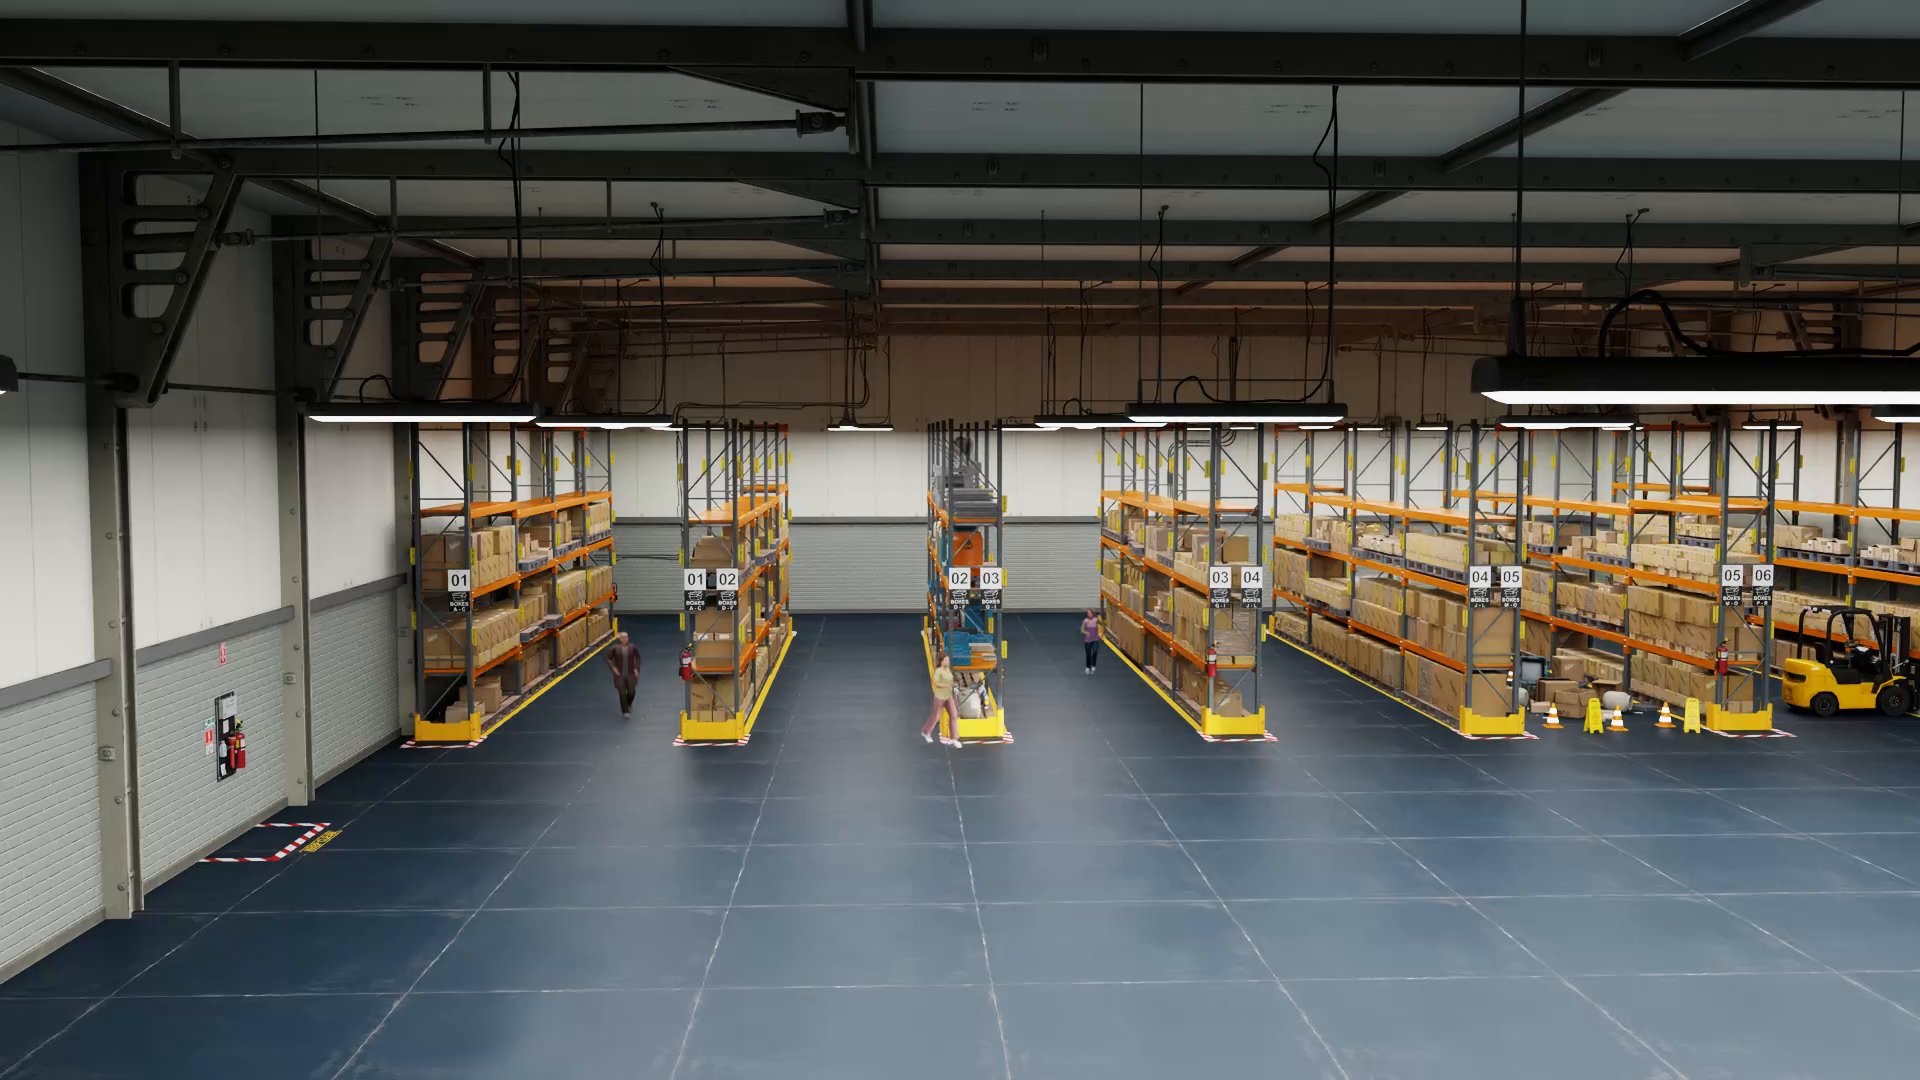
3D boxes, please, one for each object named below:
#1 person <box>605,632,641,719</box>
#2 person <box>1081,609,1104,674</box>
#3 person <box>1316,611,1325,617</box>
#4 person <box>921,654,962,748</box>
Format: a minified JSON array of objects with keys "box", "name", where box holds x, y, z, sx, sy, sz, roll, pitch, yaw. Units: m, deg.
[{"box":[-6.768,2.712,33.444,0.718,1.740,0.638,-1,4,-18],"name":"person"},{"box":[3.130,2.398,39.349,0.548,1.560,0.793,0,4,7],"name":"person"},{"box":[10.837,1.704,49.942,0.545,1.645,0.609,-3,5,-37],"name":"person"},{"box":[-0.338,2.918,30.405,0.909,1.697,0.554,3,5,40],"name":"person"}]
